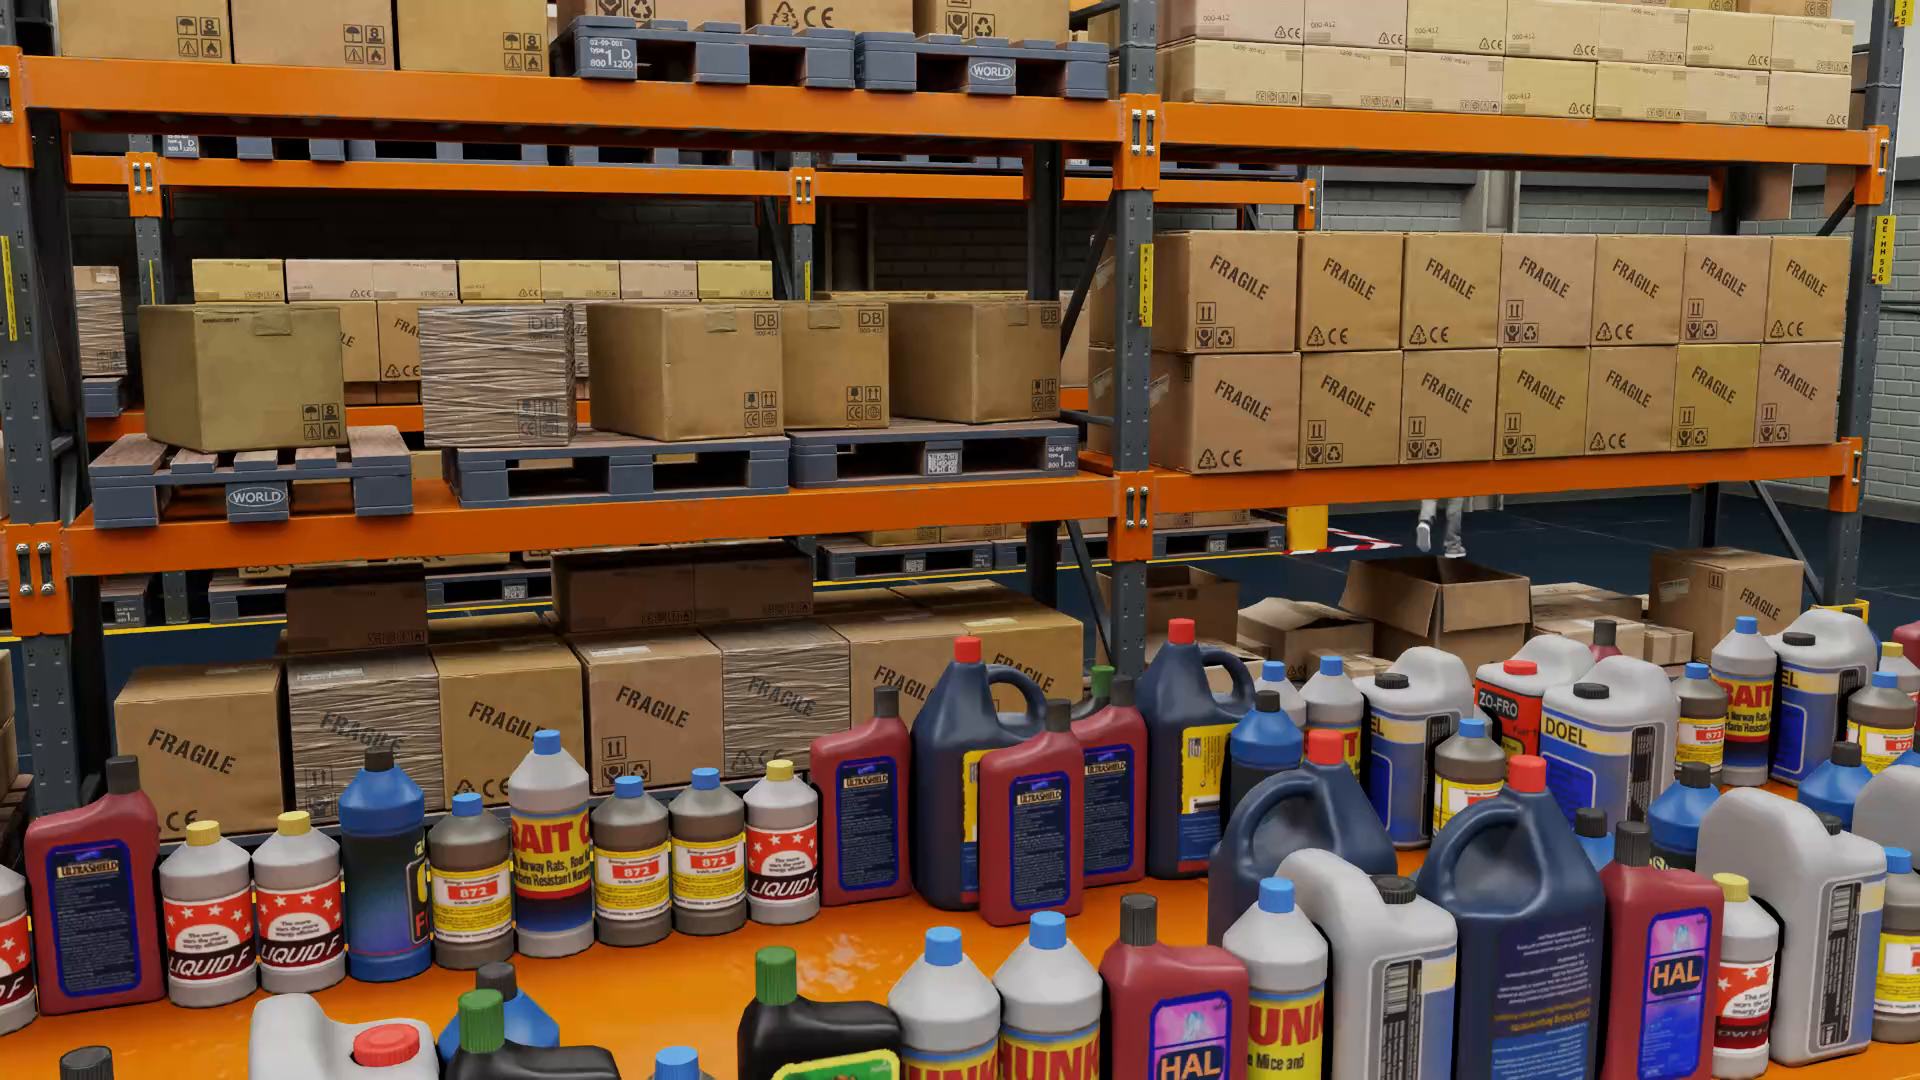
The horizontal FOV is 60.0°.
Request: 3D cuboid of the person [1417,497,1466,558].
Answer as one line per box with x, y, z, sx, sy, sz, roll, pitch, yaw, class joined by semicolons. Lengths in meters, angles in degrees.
3.567;-0.647;12.312;0.439;1.588;0.537;6;11;35;person
